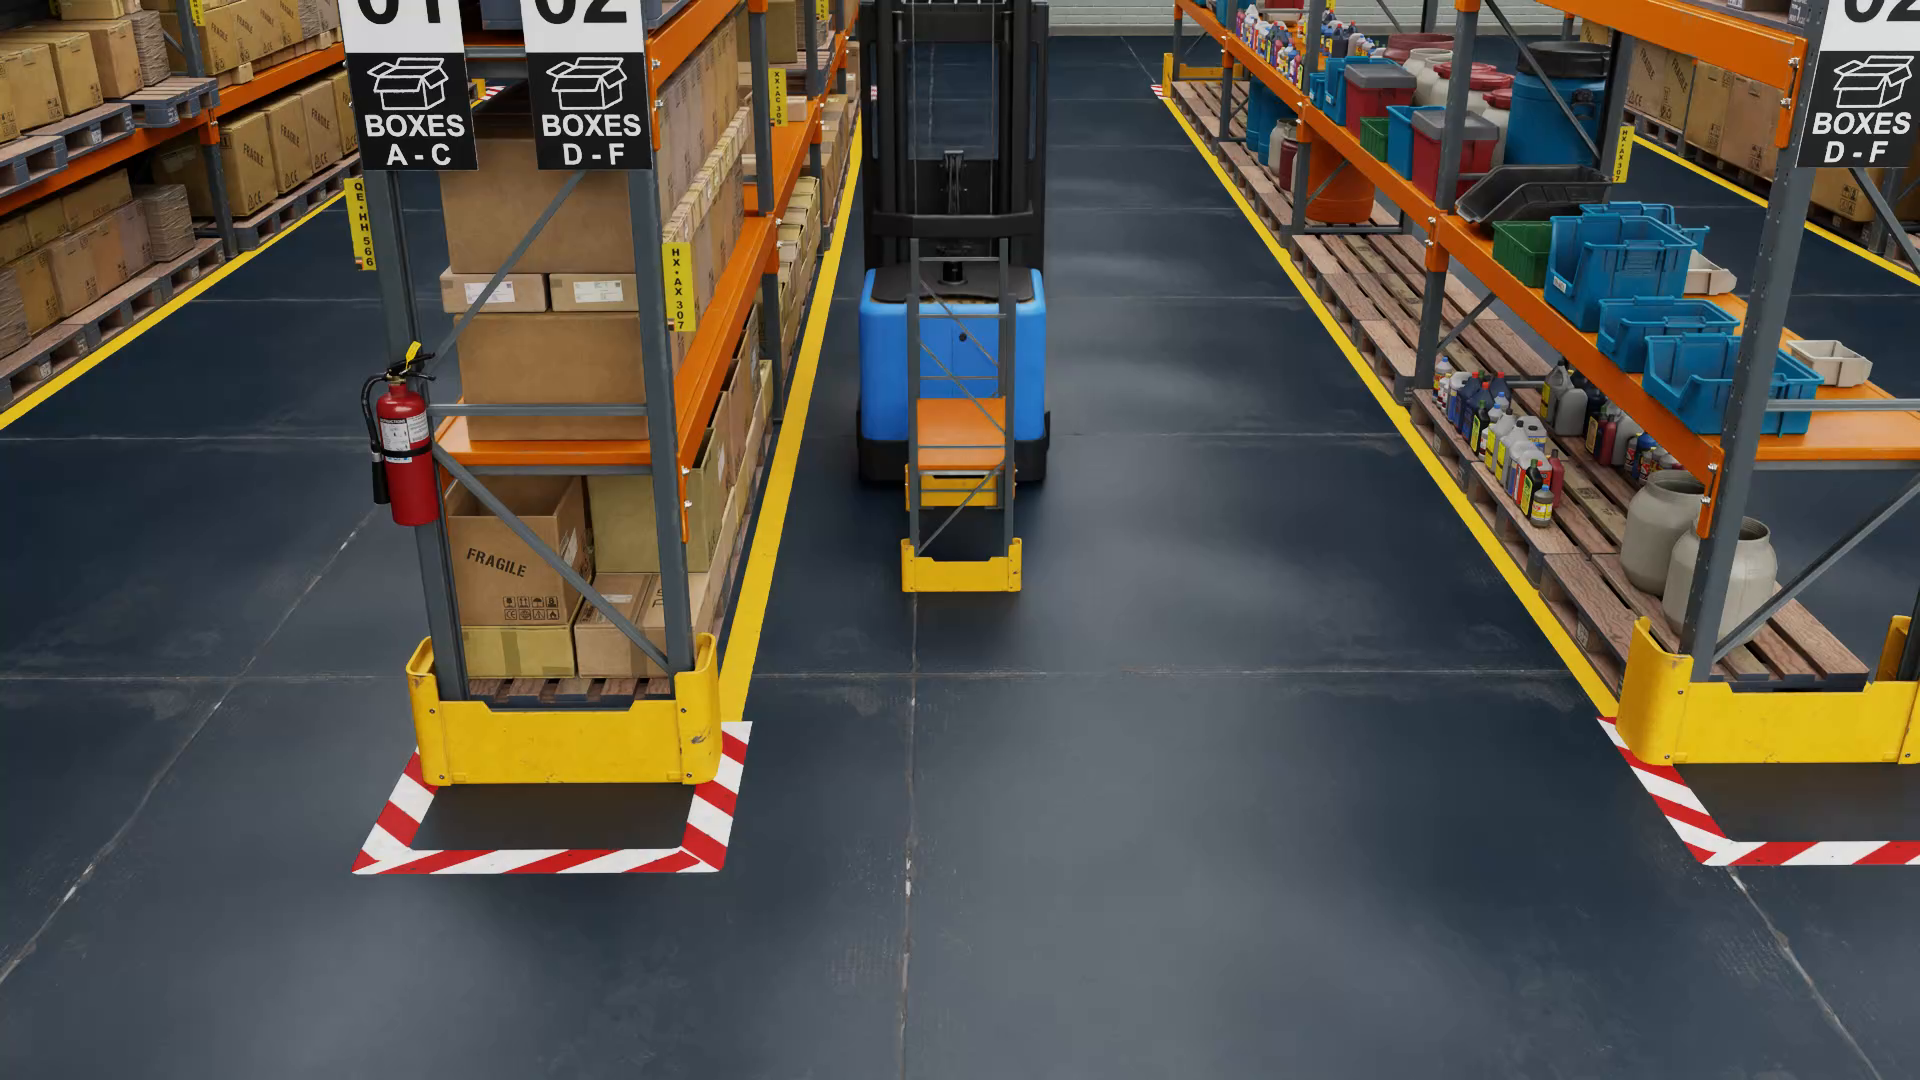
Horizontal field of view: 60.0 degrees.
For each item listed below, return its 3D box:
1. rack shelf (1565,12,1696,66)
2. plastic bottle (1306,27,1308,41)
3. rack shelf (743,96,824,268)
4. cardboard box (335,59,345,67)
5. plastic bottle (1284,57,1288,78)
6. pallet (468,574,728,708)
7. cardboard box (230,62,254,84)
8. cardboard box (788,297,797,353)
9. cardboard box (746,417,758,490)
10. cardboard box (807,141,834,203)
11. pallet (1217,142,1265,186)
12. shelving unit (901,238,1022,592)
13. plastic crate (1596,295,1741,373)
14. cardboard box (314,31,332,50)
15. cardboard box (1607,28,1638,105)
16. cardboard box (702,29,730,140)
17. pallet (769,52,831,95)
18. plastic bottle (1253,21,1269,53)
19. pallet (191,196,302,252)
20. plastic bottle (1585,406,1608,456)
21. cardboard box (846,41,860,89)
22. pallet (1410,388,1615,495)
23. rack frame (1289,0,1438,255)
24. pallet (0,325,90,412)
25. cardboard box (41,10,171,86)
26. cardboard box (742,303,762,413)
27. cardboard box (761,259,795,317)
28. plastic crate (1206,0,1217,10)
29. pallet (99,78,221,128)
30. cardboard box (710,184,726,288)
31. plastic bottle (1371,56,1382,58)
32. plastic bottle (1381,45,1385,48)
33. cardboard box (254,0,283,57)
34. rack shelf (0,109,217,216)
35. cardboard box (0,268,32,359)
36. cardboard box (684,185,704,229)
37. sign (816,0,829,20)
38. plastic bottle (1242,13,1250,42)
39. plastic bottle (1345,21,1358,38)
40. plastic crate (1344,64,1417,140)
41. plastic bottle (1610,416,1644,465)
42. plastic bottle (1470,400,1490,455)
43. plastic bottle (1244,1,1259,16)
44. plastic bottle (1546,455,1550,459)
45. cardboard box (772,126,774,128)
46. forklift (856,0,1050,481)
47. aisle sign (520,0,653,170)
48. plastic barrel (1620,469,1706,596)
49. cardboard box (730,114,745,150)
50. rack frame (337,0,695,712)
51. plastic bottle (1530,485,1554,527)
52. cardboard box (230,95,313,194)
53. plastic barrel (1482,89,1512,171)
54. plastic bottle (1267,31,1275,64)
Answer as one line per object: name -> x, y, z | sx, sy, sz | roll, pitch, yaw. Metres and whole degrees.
rack shelf -> 8.189, -5.960, 19.161 | 1.077, 0.370, 4.000 | 0, 24, -1
plastic bottle -> 3.454, -4.965, 16.147 | 0.144, 0.351, 0.185 | 0, 24, -1
rack shelf -> -1.629, -2.621, 11.777 | 1.077, 0.370, 4.000 | 0, 24, -1
cardboard box -> -6.762, -5.319, 18.606 | 0.380, 0.149, 0.250 | -1, 24, -2
plastic bottle -> 2.882, -4.130, 14.484 | 0.097, 0.201, 0.097 | 0, 24, 0
pallet -> -1.614, 0.480, 7.433 | 1.003, 0.211, 1.213 | 0, 24, -1
cardboard box -> -6.289, -3.994, 14.221 | 0.380, 0.149, 0.250 | 0, 24, 1
cardboard box -> -1.368, -1.441, 11.122 | 0.500, 0.250, 0.500 | 0, 24, 1
cardboard box -> -1.368, -0.461, 8.955 | 0.500, 0.250, 0.500 | 0, 24, -1
cardboard box -> -1.382, -3.239, 14.770 | 0.500, 0.500, 0.500 | -1, 24, -2
pallet -> 3.225, -3.853, 17.012 | 1.003, 0.211, 1.213 | 0, 24, -1
shelving unit -> 0.001, -0.652, 8.371 | 0.587, 1.500, 1.083 | 0, 24, -1
plastic crate -> 3.083, -0.901, 7.284 | 0.499, 0.251, 0.408 | 0, 24, -1
cardboard box -> -6.315, -4.834, 16.079 | 0.380, 0.149, 0.250 | 0, 24, -1
cardboard box -> 8.264, -5.697, 19.775 | 0.875, 0.875, 0.875 | 0, 24, -1
cardboard box -> -1.589, -2.370, 8.654 | 0.700, 0.500, 0.500 | 0, 24, -1
pallet -> -1.729, -3.964, 14.107 | 1.213, 0.211, 1.003 | 0, 24, -1
plastic bottle -> 2.893, -4.811, 15.898 | 0.152, 0.276, 0.135 | 0, 24, -1
pallet -> -6.538, -2.803, 14.692 | 1.003, 0.211, 1.213 | 0, 24, -1
plastic bottle -> 3.544, -0.620, 9.244 | 0.061, 0.283, 0.133 | 0, 24, -1
cardboard box -> -1.486, -5.908, 20.671 | 0.500, 0.500, 0.500 | 0, 24, -1
pallet -> 3.311, -0.597, 9.815 | 1.003, 0.211, 1.213 | 0, 24, -1
rack frame -> 3.302, -3.793, 13.497 | 1.000, 3.000, 0.127 | 0, 24, -1
pallet -> -6.571, -1.151, 11.038 | 1.003, 0.211, 1.213 | 0, 24, -1
cardboard box -> -6.589, -3.801, 12.859 | 0.700, 0.500, 0.500 | -3, 25, -7
cardboard box -> -1.390, -1.008, 9.256 | 0.500, 0.500, 0.500 | 0, 24, -1
cardboard box -> -1.363, -1.696, 11.006 | 0.500, 0.311, 0.500 | -1, 24, -1
plastic crate -> 2.939, -6.065, 18.767 | 0.293, 0.136, 0.466 | 0, 24, -1
pallet -> -6.490, -3.368, 12.790 | 1.213, 0.211, 1.003 | 0, 24, -1
cardboard box -> -1.582, -1.563, 8.444 | 0.700, 0.500, 0.500 | 0, 24, 0
plastic bottle -> 3.469, -3.916, 13.918 | 0.152, 0.276, 0.135 | 0, 24, -1
plastic bottle -> 3.660, -4.166, 14.462 | 0.061, 0.283, 0.133 | 0, 24, -1
cardboard box -> -6.354, -4.560, 14.687 | 0.500, 0.500, 0.500 | 0, 24, -1
rack shelf -> -6.583, -2.597, 11.724 | 1.077, 0.370, 4.000 | 0, 24, -1
cardboard box -> -6.585, -1.465, 10.849 | 0.700, 0.500, 0.500 | 1, 24, 1
cardboard box -> -1.369, -1.510, 7.541 | 0.380, 0.149, 0.250 | -1, 24, -1
sign -> -1.096, -4.304, 13.221 | 0.100, 0.325, 0.005 | 0, 24, -1
plastic bottle -> 2.858, -5.087, 16.514 | 0.097, 0.271, 0.097 | 0, 24, 0
plastic bottle -> 3.608, -4.588, 15.314 | 0.144, 0.351, 0.185 | 0, 24, -1
plastic crate -> 3.014, -3.155, 12.008 | 0.402, 0.464, 0.583 | 0, 24, -1
plastic bottle -> 3.644, -0.561, 9.122 | 0.152, 0.276, 0.135 | 0, 24, 0
plastic bottle -> 2.902, -0.627, 9.259 | 0.061, 0.283, 0.133 | 1, 24, 2
plastic bottle -> 2.939, -5.256, 16.791 | 0.144, 0.351, 0.185 | 0, 24, -1
plastic bottle -> 3.079, -0.346, 8.738 | 0.097, 0.201, 0.097 | 0, 24, 0
cardboard box -> -1.581, -3.133, 12.341 | 0.380, 0.149, 0.250 | 2, 24, 3
forklift -> -0.034, -2.224, 10.110 | 1.130, 2.935, 3.031 | 0, 24, 0
aisle sign -> -1.257, -1.635, 5.570 | 0.394, 0.787, 0.004 | 0, 24, -1
plastic barrel -> 3.300, -0.032, 7.690 | 0.421, 0.512, 0.421 | 0, 24, 0
cardboard box -> -1.389, -2.252, 9.181 | 0.380, 0.149, 0.250 | -1, 24, -2
rack frame -> -1.564, -0.476, 6.162 | 1.000, 3.000, 0.127 | 0, 24, -1
plastic bottle -> 2.931, -0.177, 8.363 | 0.097, 0.201, 0.097 | 0, 24, 0
cardboard box -> -6.484, -3.625, 15.224 | 0.750, 0.750, 0.750 | 0, 24, -1
plastic barrel -> 3.555, -2.602, 10.698 | 0.433, 0.535, 0.433 | 0, 24, 0
plastic bottle -> 2.855, -4.507, 15.216 | 0.061, 0.283, 0.133 | 0, 24, -1
